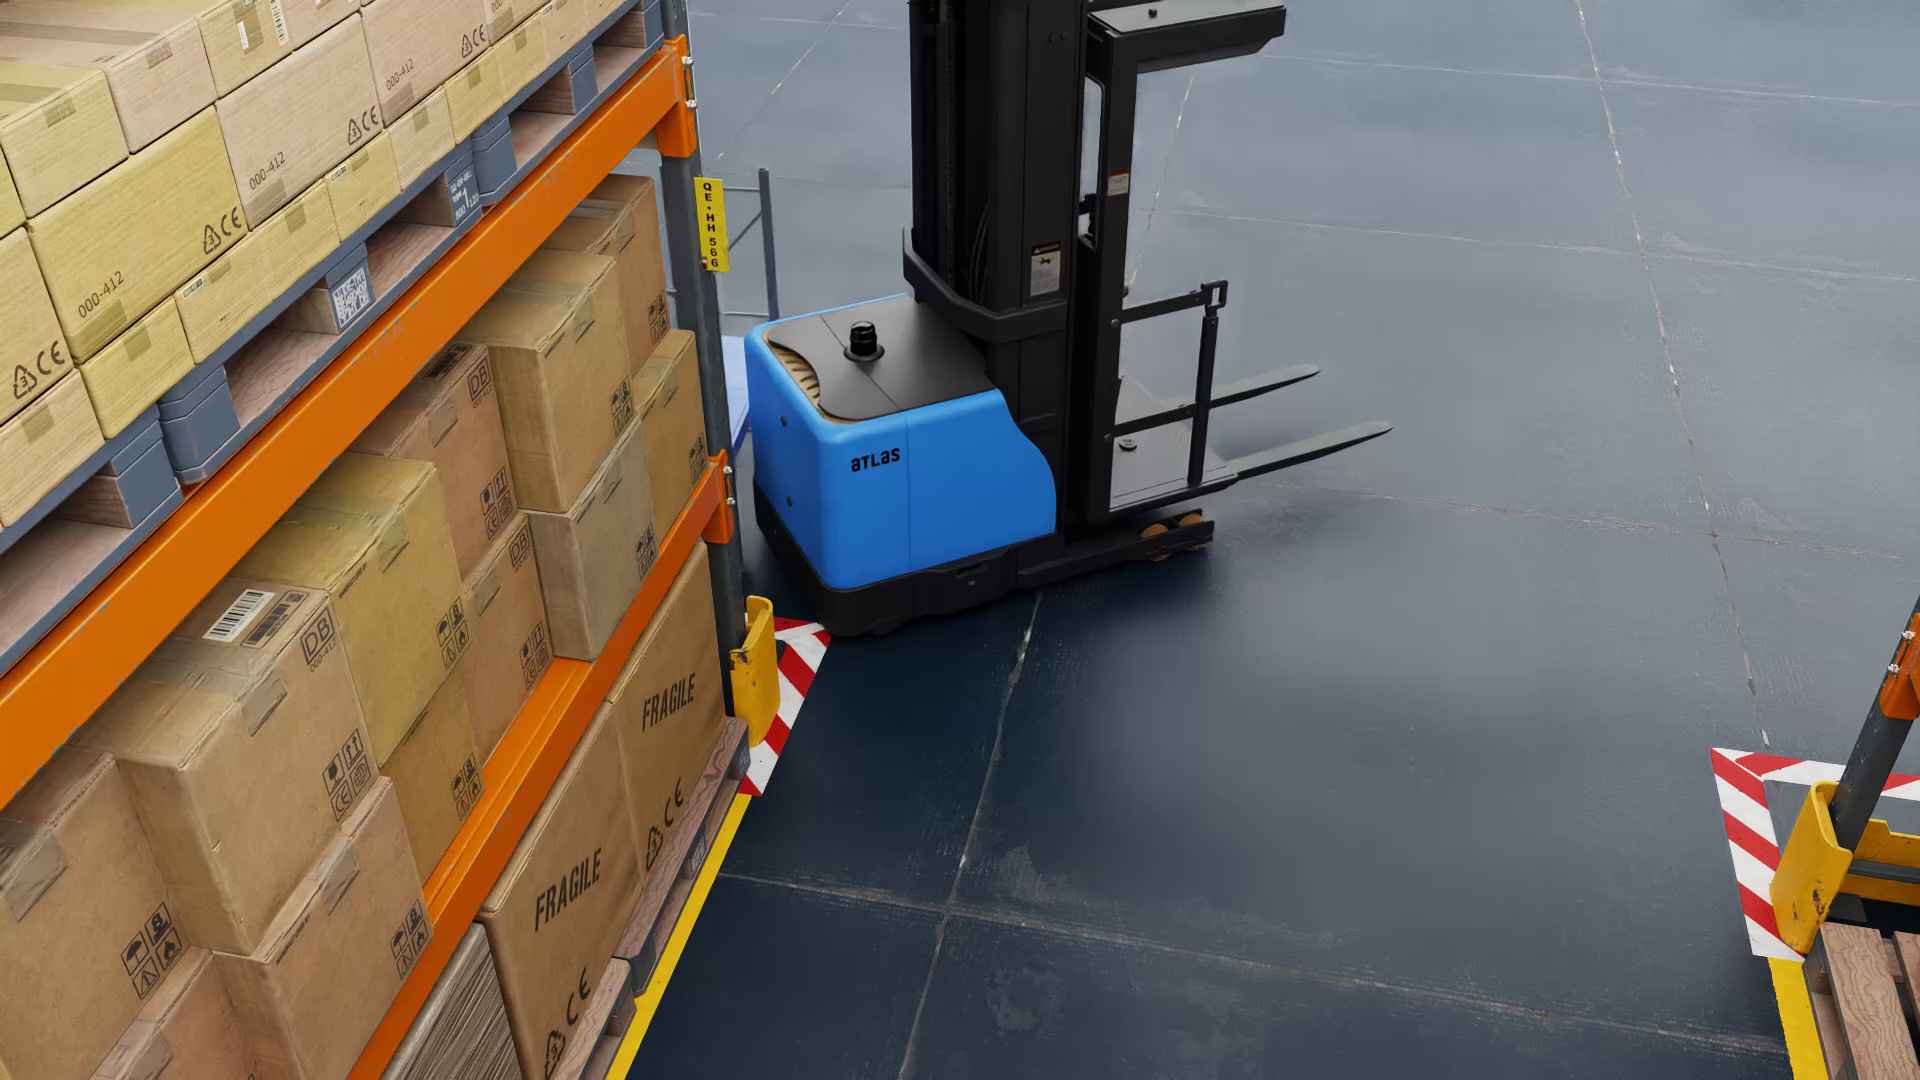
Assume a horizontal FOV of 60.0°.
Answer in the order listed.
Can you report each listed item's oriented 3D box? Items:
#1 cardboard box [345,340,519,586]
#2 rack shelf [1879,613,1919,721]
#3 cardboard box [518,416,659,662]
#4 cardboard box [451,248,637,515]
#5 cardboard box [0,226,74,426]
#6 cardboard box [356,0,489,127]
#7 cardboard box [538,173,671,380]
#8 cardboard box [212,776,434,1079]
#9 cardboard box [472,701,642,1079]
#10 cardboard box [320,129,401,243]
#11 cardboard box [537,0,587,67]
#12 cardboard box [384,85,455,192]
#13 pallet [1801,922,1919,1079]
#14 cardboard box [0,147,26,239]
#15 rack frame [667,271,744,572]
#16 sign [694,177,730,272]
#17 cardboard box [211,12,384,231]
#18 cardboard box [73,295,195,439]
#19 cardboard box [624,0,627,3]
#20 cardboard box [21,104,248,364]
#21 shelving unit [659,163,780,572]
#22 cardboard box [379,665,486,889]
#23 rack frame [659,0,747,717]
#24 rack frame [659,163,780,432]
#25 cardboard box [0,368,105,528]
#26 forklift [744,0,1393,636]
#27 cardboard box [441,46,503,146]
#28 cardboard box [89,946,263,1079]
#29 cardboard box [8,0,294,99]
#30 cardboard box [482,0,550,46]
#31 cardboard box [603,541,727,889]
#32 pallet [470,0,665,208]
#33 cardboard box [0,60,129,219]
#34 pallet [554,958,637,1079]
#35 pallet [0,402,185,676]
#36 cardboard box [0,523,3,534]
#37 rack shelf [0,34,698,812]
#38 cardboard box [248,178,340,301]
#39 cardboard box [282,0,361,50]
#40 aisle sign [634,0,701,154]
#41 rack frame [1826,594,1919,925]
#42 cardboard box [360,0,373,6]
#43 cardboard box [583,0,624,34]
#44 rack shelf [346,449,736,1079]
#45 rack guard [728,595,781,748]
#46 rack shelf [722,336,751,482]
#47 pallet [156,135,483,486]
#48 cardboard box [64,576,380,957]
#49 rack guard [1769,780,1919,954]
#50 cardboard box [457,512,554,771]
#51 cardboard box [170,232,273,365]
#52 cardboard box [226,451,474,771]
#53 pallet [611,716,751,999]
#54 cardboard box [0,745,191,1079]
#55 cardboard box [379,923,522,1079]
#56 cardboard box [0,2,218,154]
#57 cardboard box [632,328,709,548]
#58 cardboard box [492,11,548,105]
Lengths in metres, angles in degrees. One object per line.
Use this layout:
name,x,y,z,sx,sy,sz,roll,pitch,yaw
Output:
cardboard box,-1.734,-0.196,4.416,0.875,0.550,0.550,7,37,10
rack shelf,3.060,1.581,3.626,1.077,0.370,4.000,7,37,10
cardboard box,-1.468,-0.061,5.150,0.875,0.550,0.550,7,37,10
cardboard box,-1.482,-0.500,4.836,0.875,0.550,0.550,7,37,10
cardboard box,-1.707,-0.263,2.432,0.500,0.250,0.500,7,37,10
cardboard box,-1.385,-1.131,3.630,0.500,0.250,0.500,7,37,10
cardboard box,-1.454,-0.827,5.287,0.875,0.550,0.550,7,37,10
cardboard box,-1.799,0.870,3.866,0.875,0.550,0.550,7,37,10
cardboard box,-1.603,1.055,5.191,0.875,0.875,0.875,7,36,9
cardboard box,-1.403,-0.753,3.447,0.380,0.149,0.250,8,37,11
cardboard box,-1.186,-1.335,4.251,0.380,0.149,0.250,8,37,11
cardboard box,-1.349,-0.899,3.649,0.380,0.149,0.250,8,37,10
pallet,3.262,1.777,5.118,1.003,0.211,1.213,7,37,10
cardboard box,-1.620,-0.493,2.409,0.380,0.149,0.250,7,36,9
rack frame,-1.234,-0.486,7.143,0.500,1.500,0.032,4,36,6
sign,-0.810,-1.025,5.420,0.100,0.325,0.005,7,37,10
cardboard box,-1.493,-0.843,3.232,0.500,0.250,0.500,8,37,10
cardboard box,-1.566,-0.317,2.846,0.380,0.149,0.250,7,36,9
cardboard box,-1.077,-1.627,4.654,0.380,0.149,0.250,7,37,10
cardboard box,-1.600,-0.552,2.831,0.500,0.250,0.500,7,37,9
shelving unit,-1.174,-0.783,7.552,0.538,1.500,1.048,4,36,6
cardboard box,-1.783,0.553,4.303,0.875,0.550,0.500,7,37,10
rack frame,-1.337,-0.537,5.934,1.000,3.000,0.127,7,37,10
rack frame,-1.114,-1.079,7.960,0.500,1.500,0.032,4,36,6
cardboard box,-1.620,-0.168,2.641,0.380,0.149,0.250,7,36,9
forklift,0.608,-1.355,7.122,3.031,2.935,1.130,-15,39,-20
cardboard box,-1.295,-1.043,3.848,0.380,0.149,0.250,7,36,9
cardboard box,-2.029,1.165,3.459,0.875,0.550,0.550,7,37,10
cardboard box,-1.457,-0.928,3.010,0.380,0.149,0.250,7,37,10
cardboard box,-1.276,-1.419,4.027,0.500,0.250,0.500,7,37,10
cardboard box,-1.418,0.551,5.887,0.875,0.875,0.875,8,37,10
pallet,-1.485,-1.289,4.492,1.003,0.211,1.213,7,37,10
cardboard box,-1.566,-0.641,2.613,0.380,0.149,0.250,8,37,10
pallet,-1.694,1.758,5.145,1.003,0.211,1.213,7,37,10
pallet,-2.007,0.110,2.562,1.003,0.211,1.213,7,37,10
cardboard box,-1.674,-0.024,2.443,0.380,0.149,0.250,7,37,10
rack shelf,-1.764,-0.313,3.683,1.077,0.370,4.000,7,37,10
cardboard box,-1.457,-0.605,3.244,0.380,0.149,0.250,8,37,11
cardboard box,-1.403,-1.073,3.210,0.380,0.149,0.250,8,37,10
aisle sign,-1.029,-1.592,5.176,0.394,0.787,0.004,7,37,10
rack frame,3.487,0.143,4.997,1.000,3.000,0.127,7,37,10
cardboard box,-1.350,-1.218,3.410,0.380,0.149,0.250,7,36,9
cardboard box,-1.132,-1.483,4.455,0.380,0.149,0.250,8,37,10
rack shelf,-1.764,0.901,4.564,1.077,0.370,4.000,7,37,10
rack guard,-1.332,0.462,6.687,1.175,0.500,0.348,7,37,10
rack shelf,-1.174,-0.637,7.657,0.538,0.185,1.000,4,36,6
pallet,-1.744,-0.587,3.524,1.003,0.211,1.213,7,37,10
cardboard box,-1.826,0.429,3.554,0.875,0.550,0.550,7,37,10
rack guard,3.470,1.199,5.670,1.175,0.500,0.348,7,37,10
cardboard box,-1.711,0.244,4.729,0.875,0.550,0.550,7,37,10
cardboard box,-1.512,-0.463,3.048,0.380,0.149,0.250,7,37,10
cardboard box,-1.720,0.124,3.975,0.875,0.550,0.500,7,37,10
pallet,-1.432,1.061,6.107,1.003,0.211,1.213,7,37,10
cardboard box,-2.075,0.721,3.151,0.875,0.550,0.550,7,37,10
cardboard box,-1.800,1.578,4.470,0.875,0.875,0.875,8,37,10
cardboard box,-1.511,-0.786,2.813,0.380,0.149,0.250,7,37,10
cardboard box,-1.372,-0.379,5.589,0.875,0.550,0.550,7,37,10
cardboard box,-1.241,-1.190,4.051,0.380,0.149,0.250,8,37,10
